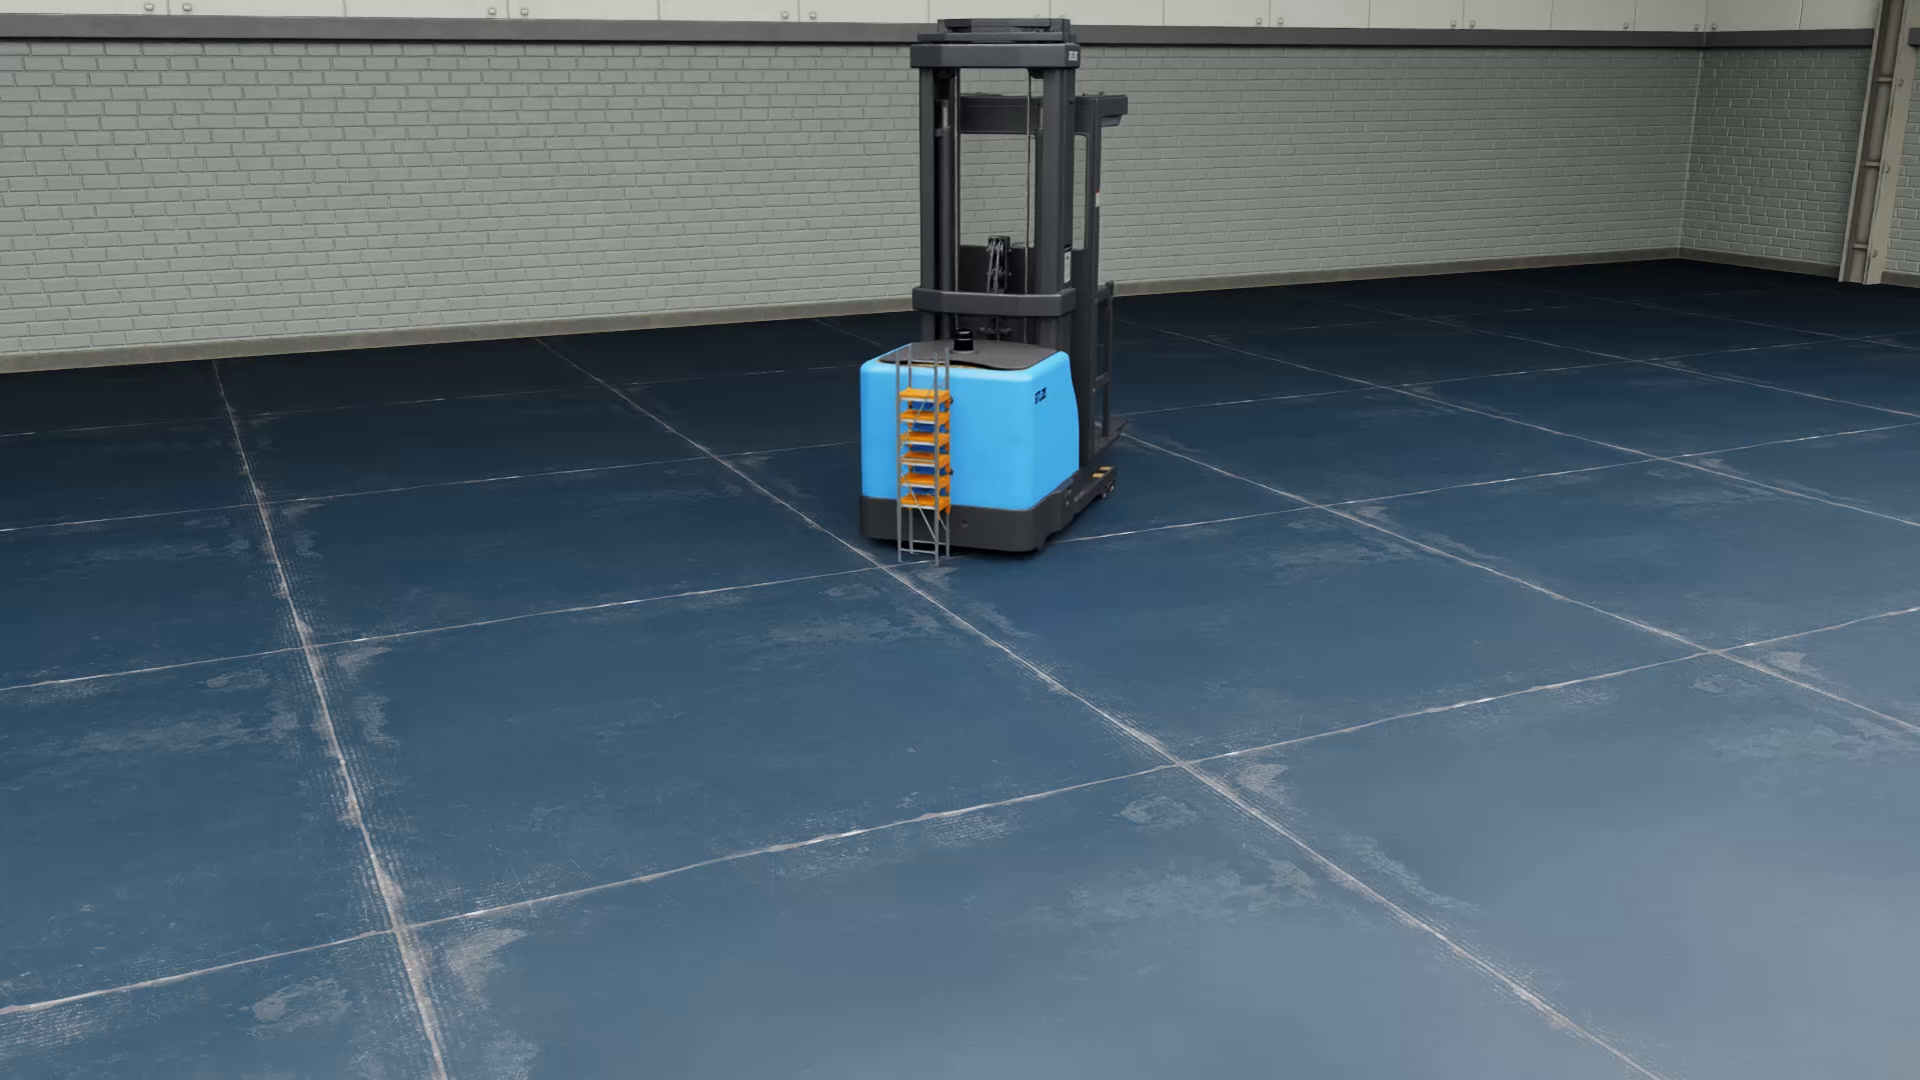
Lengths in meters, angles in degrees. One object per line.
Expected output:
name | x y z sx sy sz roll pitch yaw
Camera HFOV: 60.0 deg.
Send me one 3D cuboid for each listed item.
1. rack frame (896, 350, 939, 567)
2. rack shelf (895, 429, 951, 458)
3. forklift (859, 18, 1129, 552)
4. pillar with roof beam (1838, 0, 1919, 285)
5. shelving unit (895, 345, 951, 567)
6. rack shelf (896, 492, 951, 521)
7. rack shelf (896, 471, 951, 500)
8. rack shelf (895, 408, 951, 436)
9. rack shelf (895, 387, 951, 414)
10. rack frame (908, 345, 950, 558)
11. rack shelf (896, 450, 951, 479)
rack frame | -0.233 -0.437 9.097 0.240 1.200 0.006 6 17 19
rack shelf | -0.203 -0.533 9.159 0.258 0.103 0.180 6 17 19
forklift | 0.391 -1.706 10.383 1.130 2.935 3.031 6 17 19
pillar with roof beam | 7.614 -7.097 18.168 9.100 9.000 0.400 -8 18 -25
shelving unit | -0.203 -0.460 9.180 0.258 1.200 0.189 6 17 19
rack shelf | -0.203 -0.187 9.258 0.258 0.103 0.180 6 17 19
rack shelf | -0.203 -0.302 9.225 0.258 0.103 0.180 6 17 19
rack shelf | -0.203 -0.648 9.126 0.258 0.103 0.180 6 17 19
rack shelf | -0.203 -0.764 9.093 0.258 0.103 0.180 6 17 19
rack frame | -0.172 -0.484 9.263 0.240 1.200 0.006 6 17 19
rack shelf | -0.203 -0.418 9.192 0.258 0.103 0.180 6 17 19
